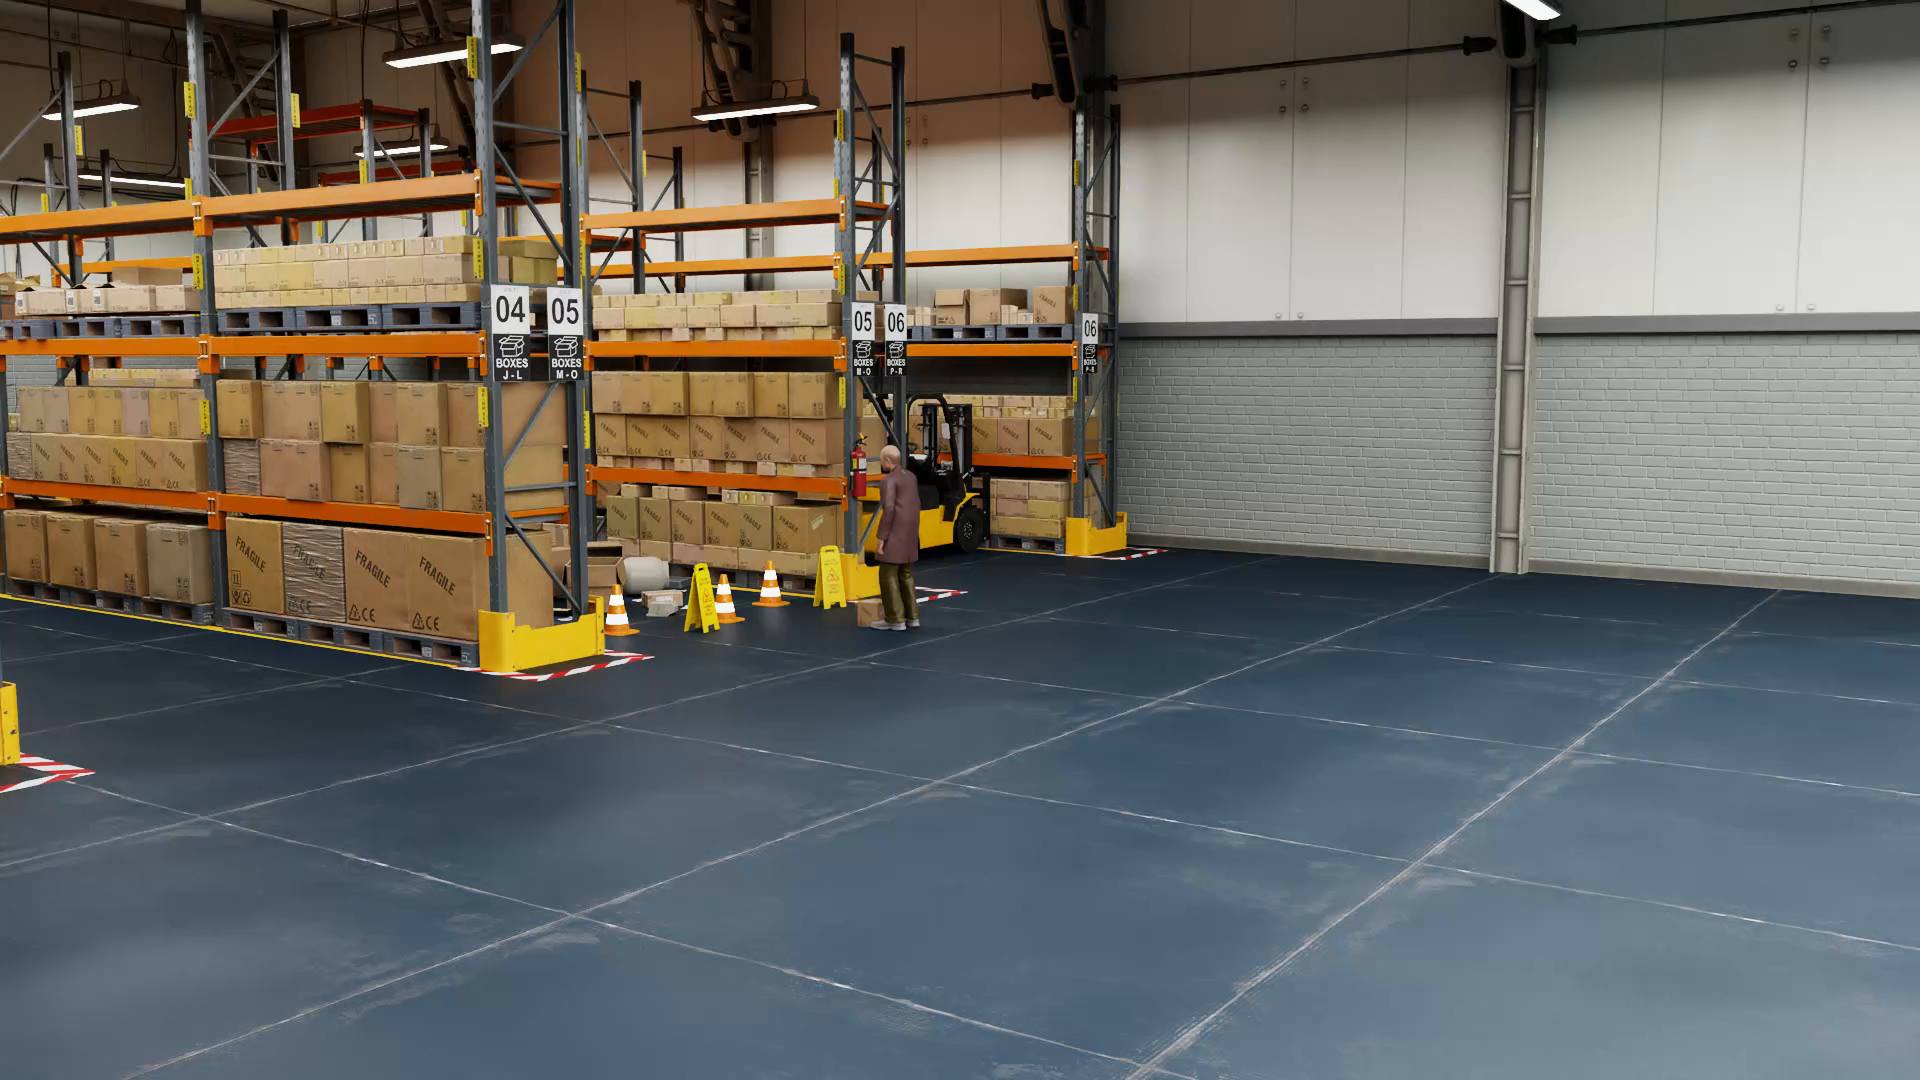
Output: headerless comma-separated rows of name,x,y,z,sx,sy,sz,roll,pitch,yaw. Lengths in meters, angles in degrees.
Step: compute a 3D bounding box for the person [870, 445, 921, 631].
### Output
person,-0.613,-0.026,16.012,0.429,1.772,0.644,4,7,30
